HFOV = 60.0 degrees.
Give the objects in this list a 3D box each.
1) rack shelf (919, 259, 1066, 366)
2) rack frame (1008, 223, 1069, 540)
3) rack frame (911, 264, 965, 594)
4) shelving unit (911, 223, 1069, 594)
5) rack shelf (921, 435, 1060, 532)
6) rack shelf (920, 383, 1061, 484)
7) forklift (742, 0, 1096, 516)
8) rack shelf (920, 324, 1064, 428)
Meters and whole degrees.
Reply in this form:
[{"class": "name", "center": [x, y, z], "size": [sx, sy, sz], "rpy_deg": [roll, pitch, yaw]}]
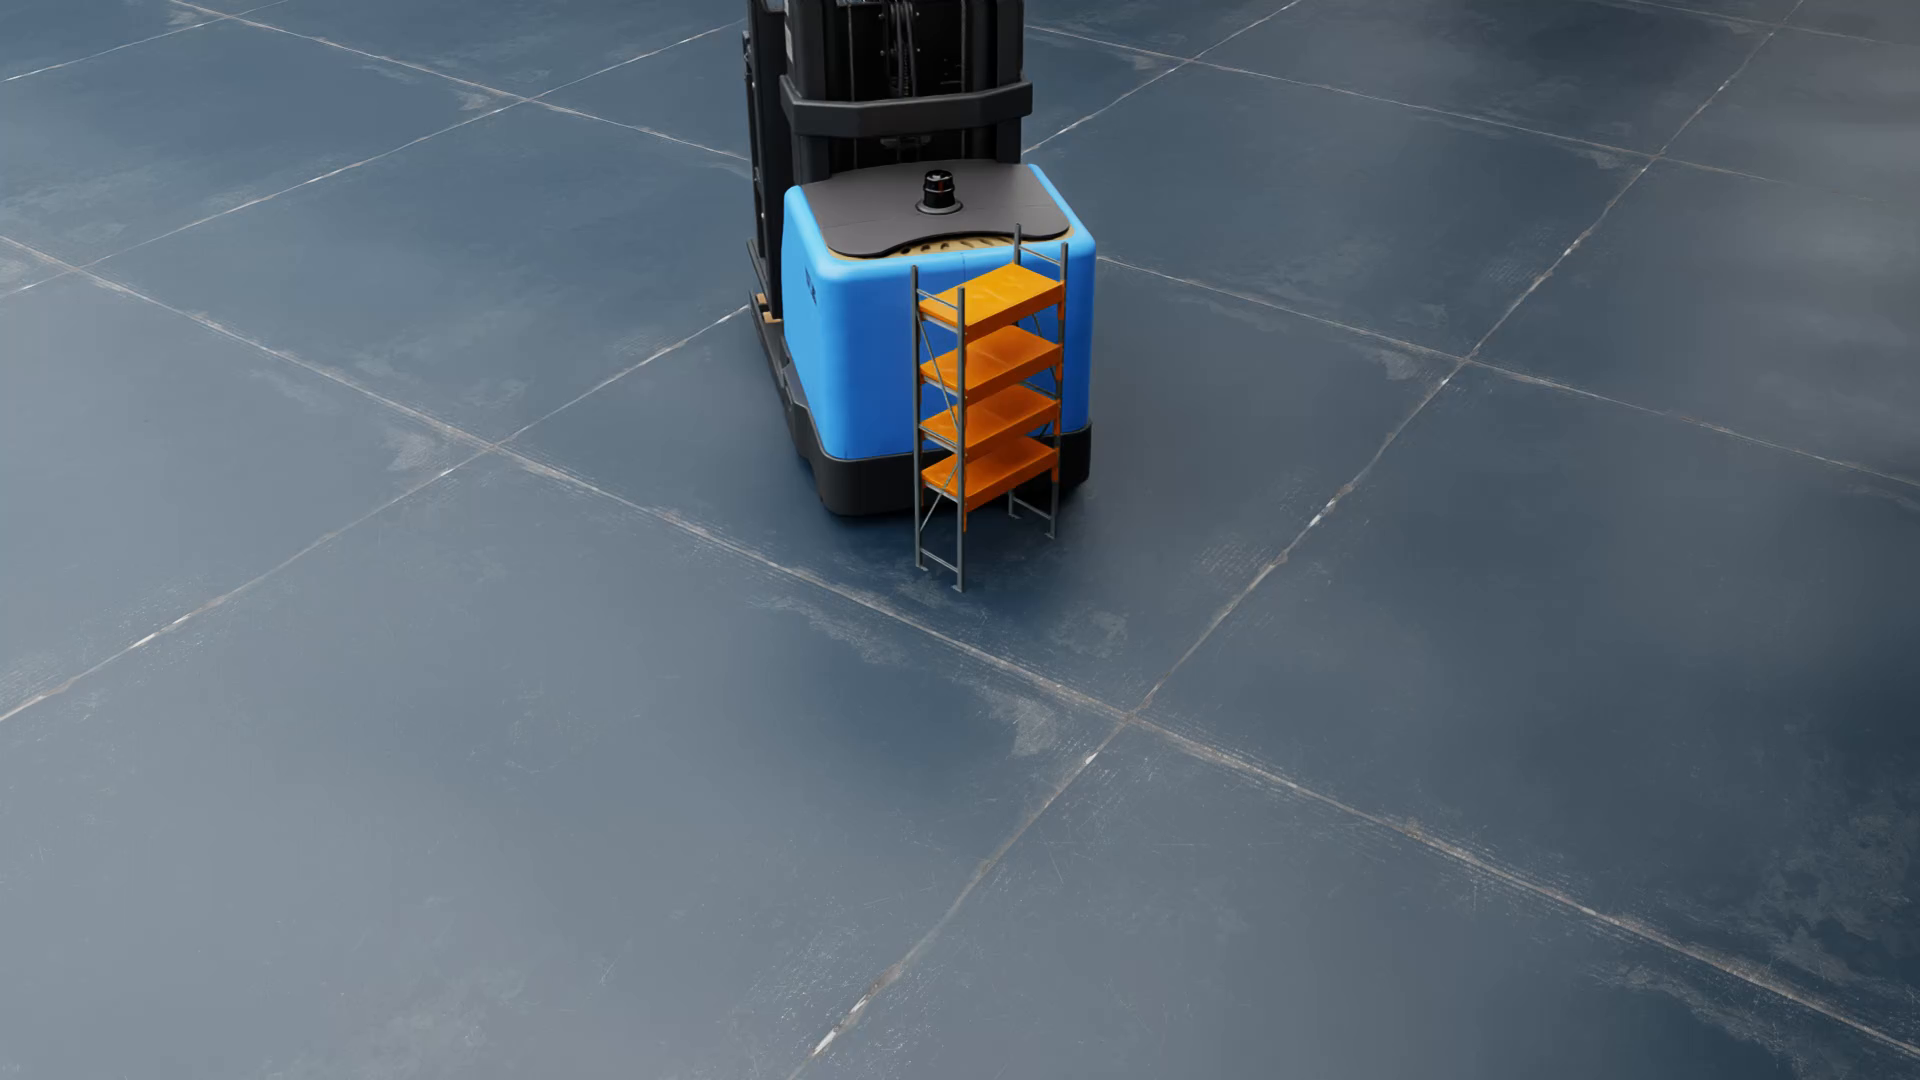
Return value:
[{"class": "rack shelf", "center": [0.102, -0.776, 5.624], "size": [0.480, 0.148, 0.258], "rpy_deg": [-29, 43, -35]}, {"class": "rack frame", "center": [0.276, -0.546, 5.986], "size": [0.015, 1.200, 0.240], "rpy_deg": [-29, 43, -35]}, {"class": "rack frame", "center": [-0.072, -0.354, 5.703], "size": [0.015, 1.200, 0.240], "rpy_deg": [-29, 43, -35]}, {"class": "shelving unit", "center": [0.102, -0.450, 5.844], "size": [0.503, 1.200, 0.258], "rpy_deg": [-29, 43, -35]}, {"class": "rack shelf", "center": [0.102, -0.230, 5.993], "size": [0.480, 0.148, 0.258], "rpy_deg": [-29, 43, -35]}, {"class": "rack shelf", "center": [0.102, -0.394, 5.882], "size": [0.480, 0.148, 0.258], "rpy_deg": [-29, 43, -35]}, {"class": "forklift", "center": [-0.346, -2.126, 6.777], "size": [1.130, 2.935, 3.031], "rpy_deg": [-8, 35, -12]}, {"class": "rack shelf", "center": [0.102, -0.580, 5.757], "size": [0.480, 0.148, 0.258], "rpy_deg": [-29, 43, -35]}]
